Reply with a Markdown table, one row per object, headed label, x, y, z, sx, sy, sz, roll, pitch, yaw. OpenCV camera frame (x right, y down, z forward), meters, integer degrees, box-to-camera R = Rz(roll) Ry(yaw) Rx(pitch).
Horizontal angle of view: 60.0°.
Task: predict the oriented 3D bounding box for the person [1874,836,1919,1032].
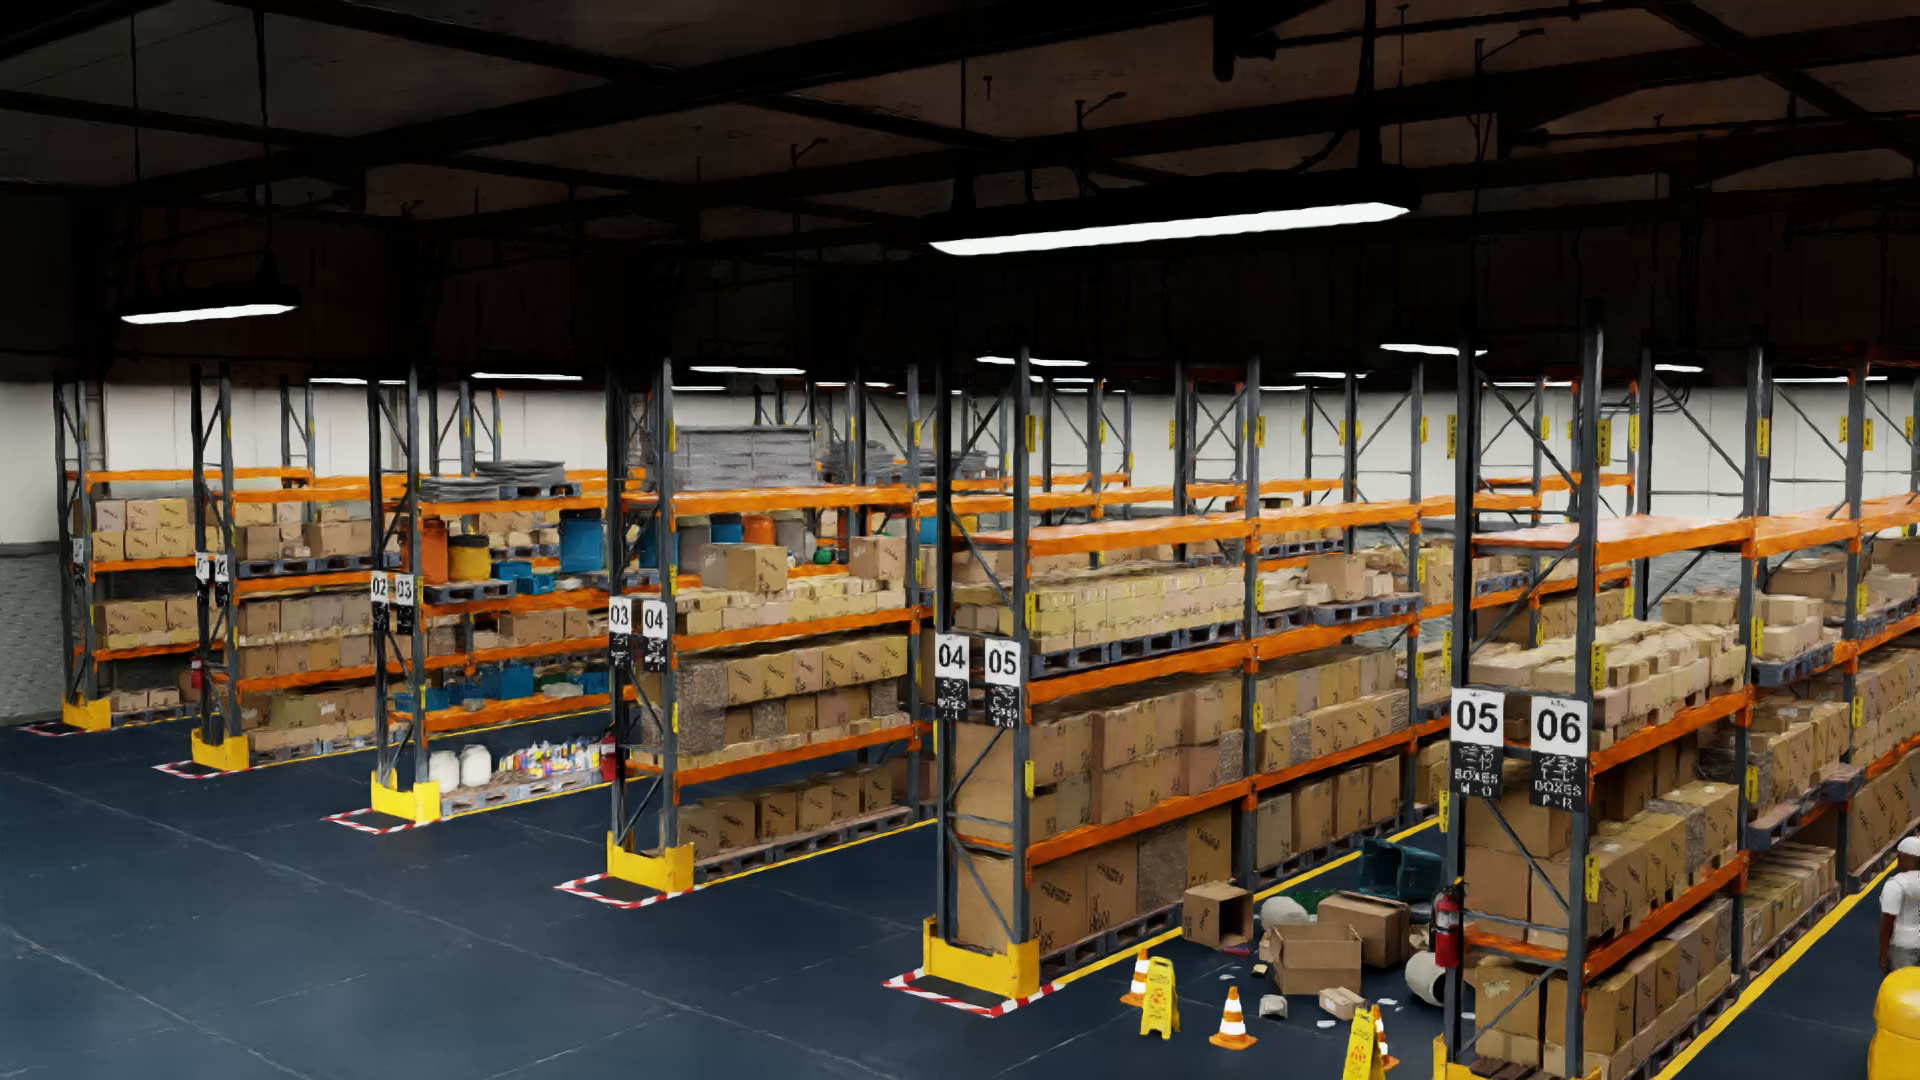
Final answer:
| label | x | y | z | sx | sy | sz | roll | pitch | yaw |
| --- | --- | --- | --- | --- | --- | --- | --- | --- | --- |
| person | 7.692 | 3.287 | 13.587 | 0.625 | 1.765 | 0.497 | -2 | 4 | -21 |

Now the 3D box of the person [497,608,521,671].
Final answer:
| label | x | y | z | sx | sy | sz | roll | pitch | yaw |
| --- | --- | --- | --- | --- | --- | --- | --- | --- | --- |
| person | -8.525 | 2.035 | 31.481 | 0.702 | 1.735 | 0.549 | 3 | 5 | 38 |
